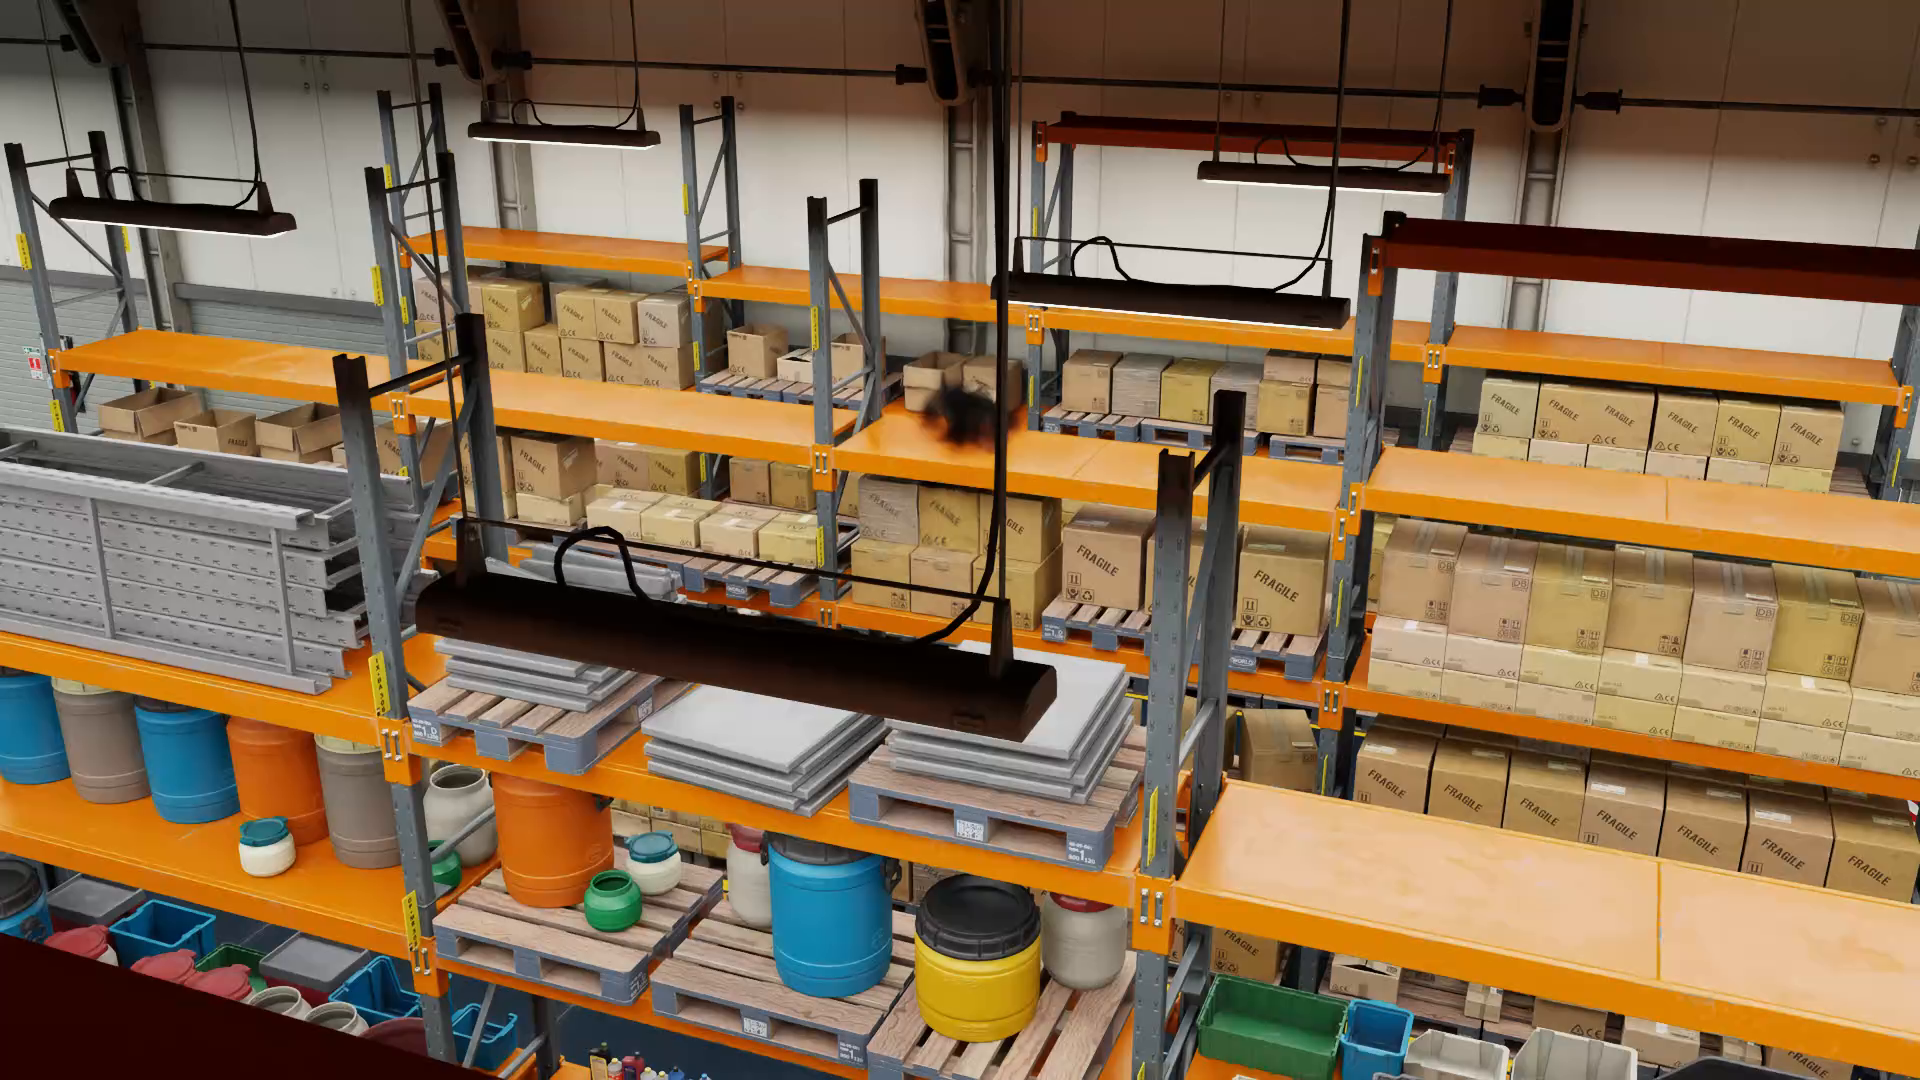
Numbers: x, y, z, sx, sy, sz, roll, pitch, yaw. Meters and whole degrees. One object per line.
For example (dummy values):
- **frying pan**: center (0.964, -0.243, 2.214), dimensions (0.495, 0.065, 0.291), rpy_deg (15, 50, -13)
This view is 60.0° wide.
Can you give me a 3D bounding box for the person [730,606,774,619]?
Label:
- **person**: center (-2.147, 1.045, 16.558), dimensions (0.620, 1.709, 0.552), rpy_deg (3, 21, 7)
